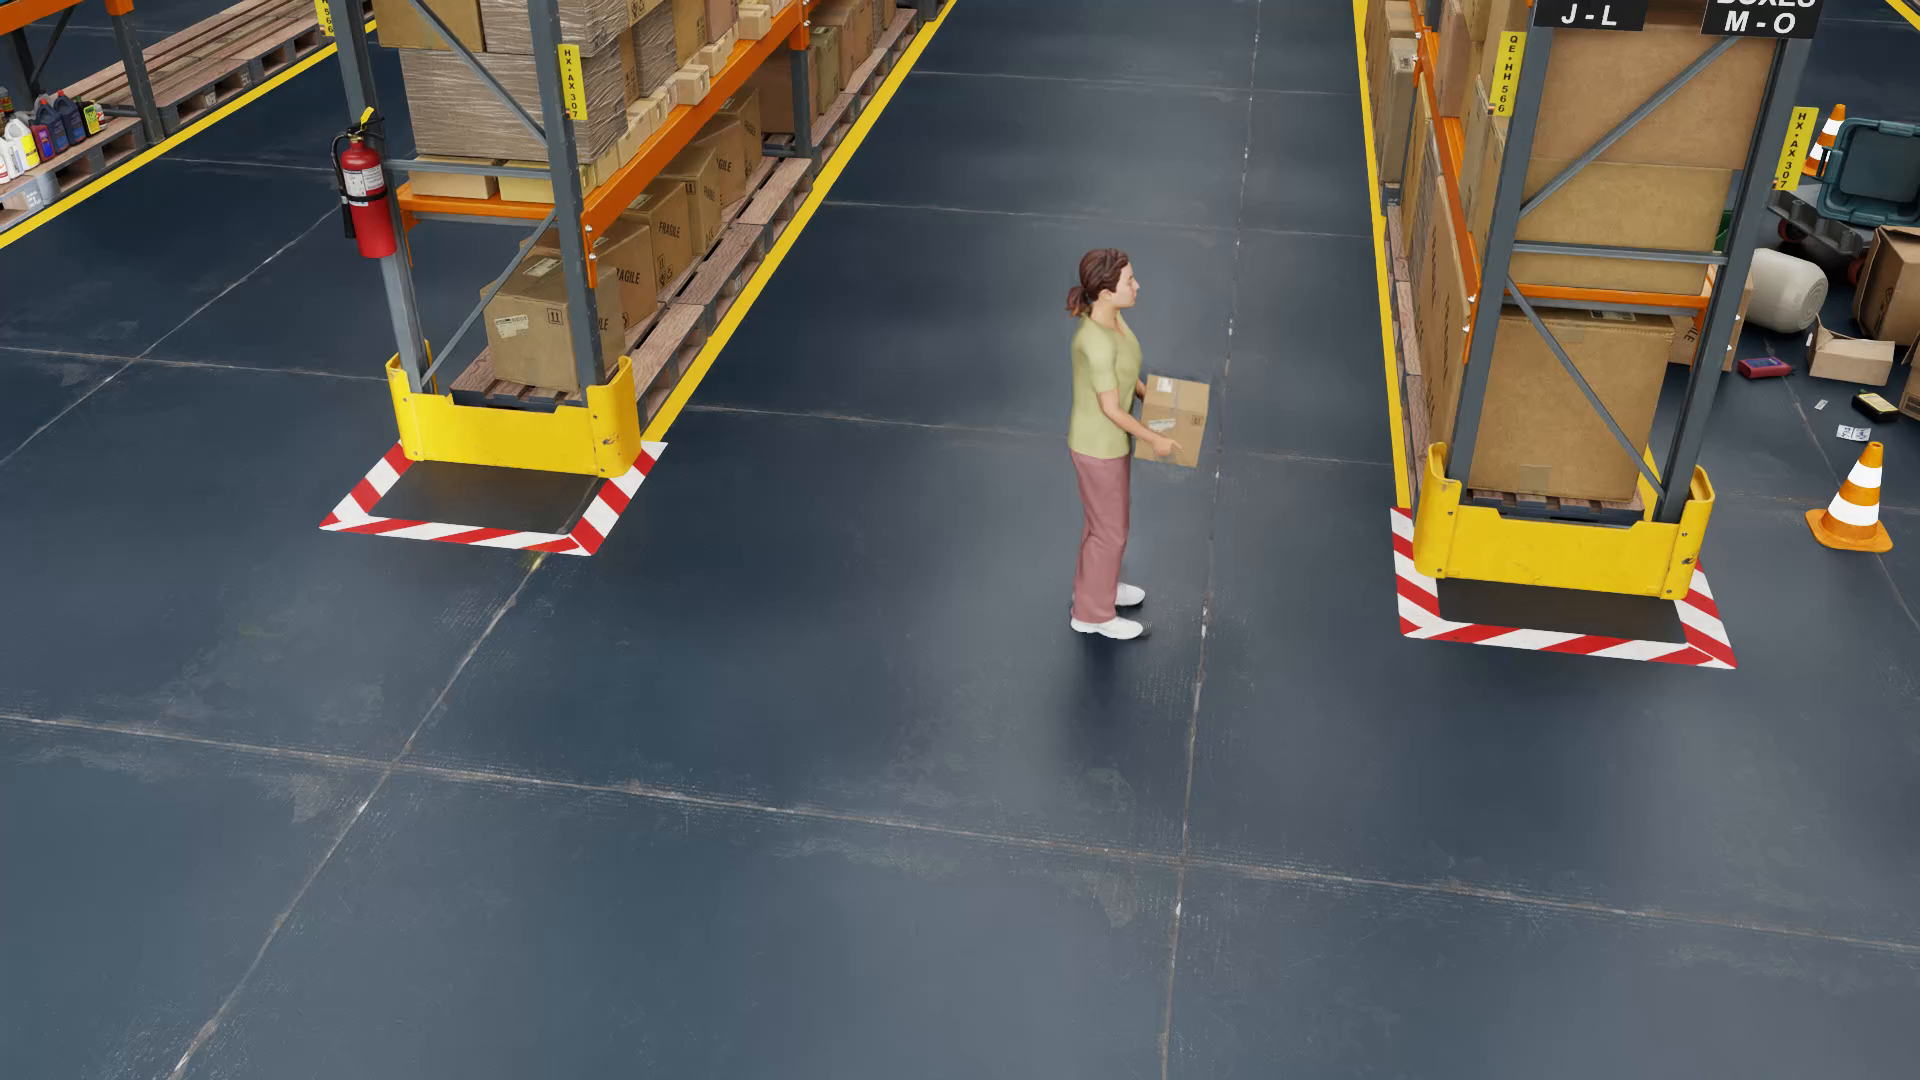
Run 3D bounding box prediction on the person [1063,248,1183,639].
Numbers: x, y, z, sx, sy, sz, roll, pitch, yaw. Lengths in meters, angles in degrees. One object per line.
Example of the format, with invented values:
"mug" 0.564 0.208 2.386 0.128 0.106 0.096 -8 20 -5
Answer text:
"person" 0.651 -0.386 6.744 0.511 1.673 0.456 5 33 8
